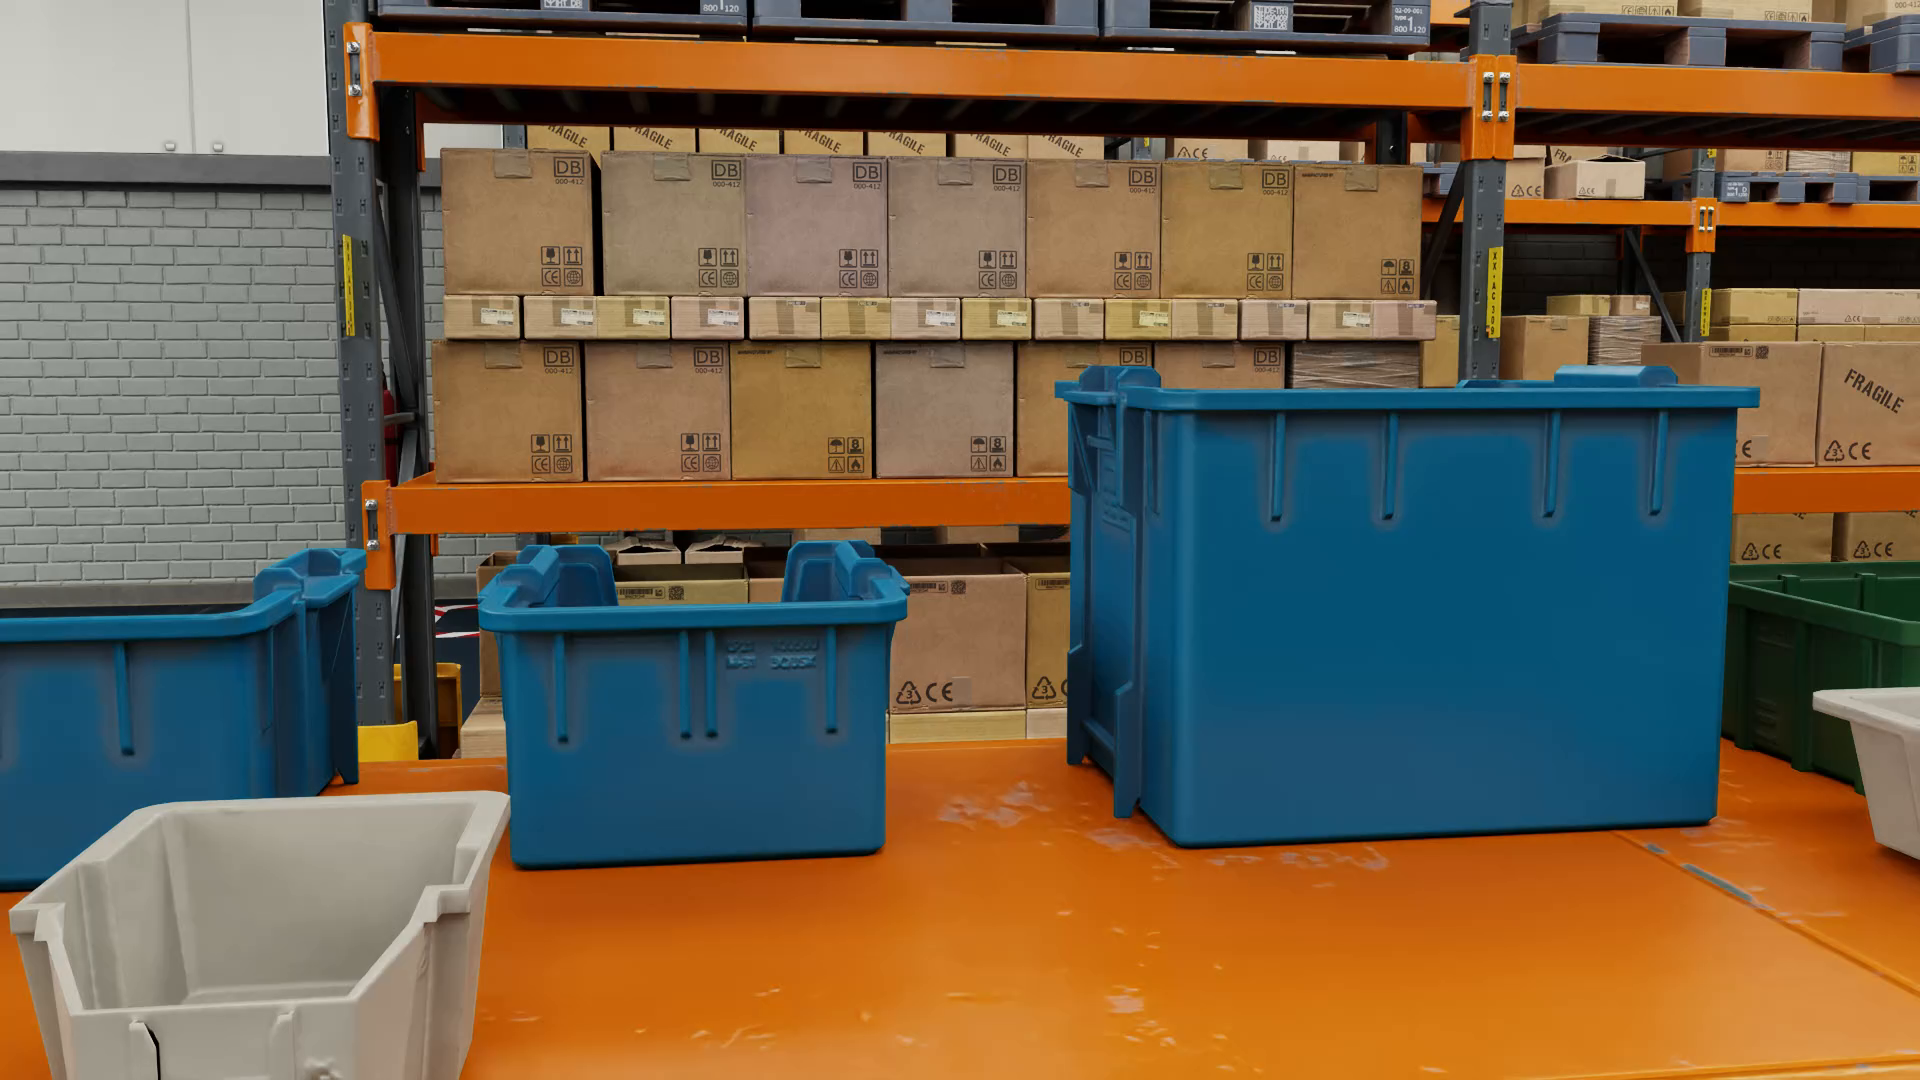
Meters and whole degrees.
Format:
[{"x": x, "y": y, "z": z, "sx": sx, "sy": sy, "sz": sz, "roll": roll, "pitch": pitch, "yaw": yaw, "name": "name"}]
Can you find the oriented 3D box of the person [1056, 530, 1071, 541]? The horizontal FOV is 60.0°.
[{"x": 0.727, "y": 0.318, "z": 8.194, "sx": 0.879, "sy": 1.054, "sz": 0.611, "roll": -1, "pitch": 6, "yaw": -8, "name": "person"}]
